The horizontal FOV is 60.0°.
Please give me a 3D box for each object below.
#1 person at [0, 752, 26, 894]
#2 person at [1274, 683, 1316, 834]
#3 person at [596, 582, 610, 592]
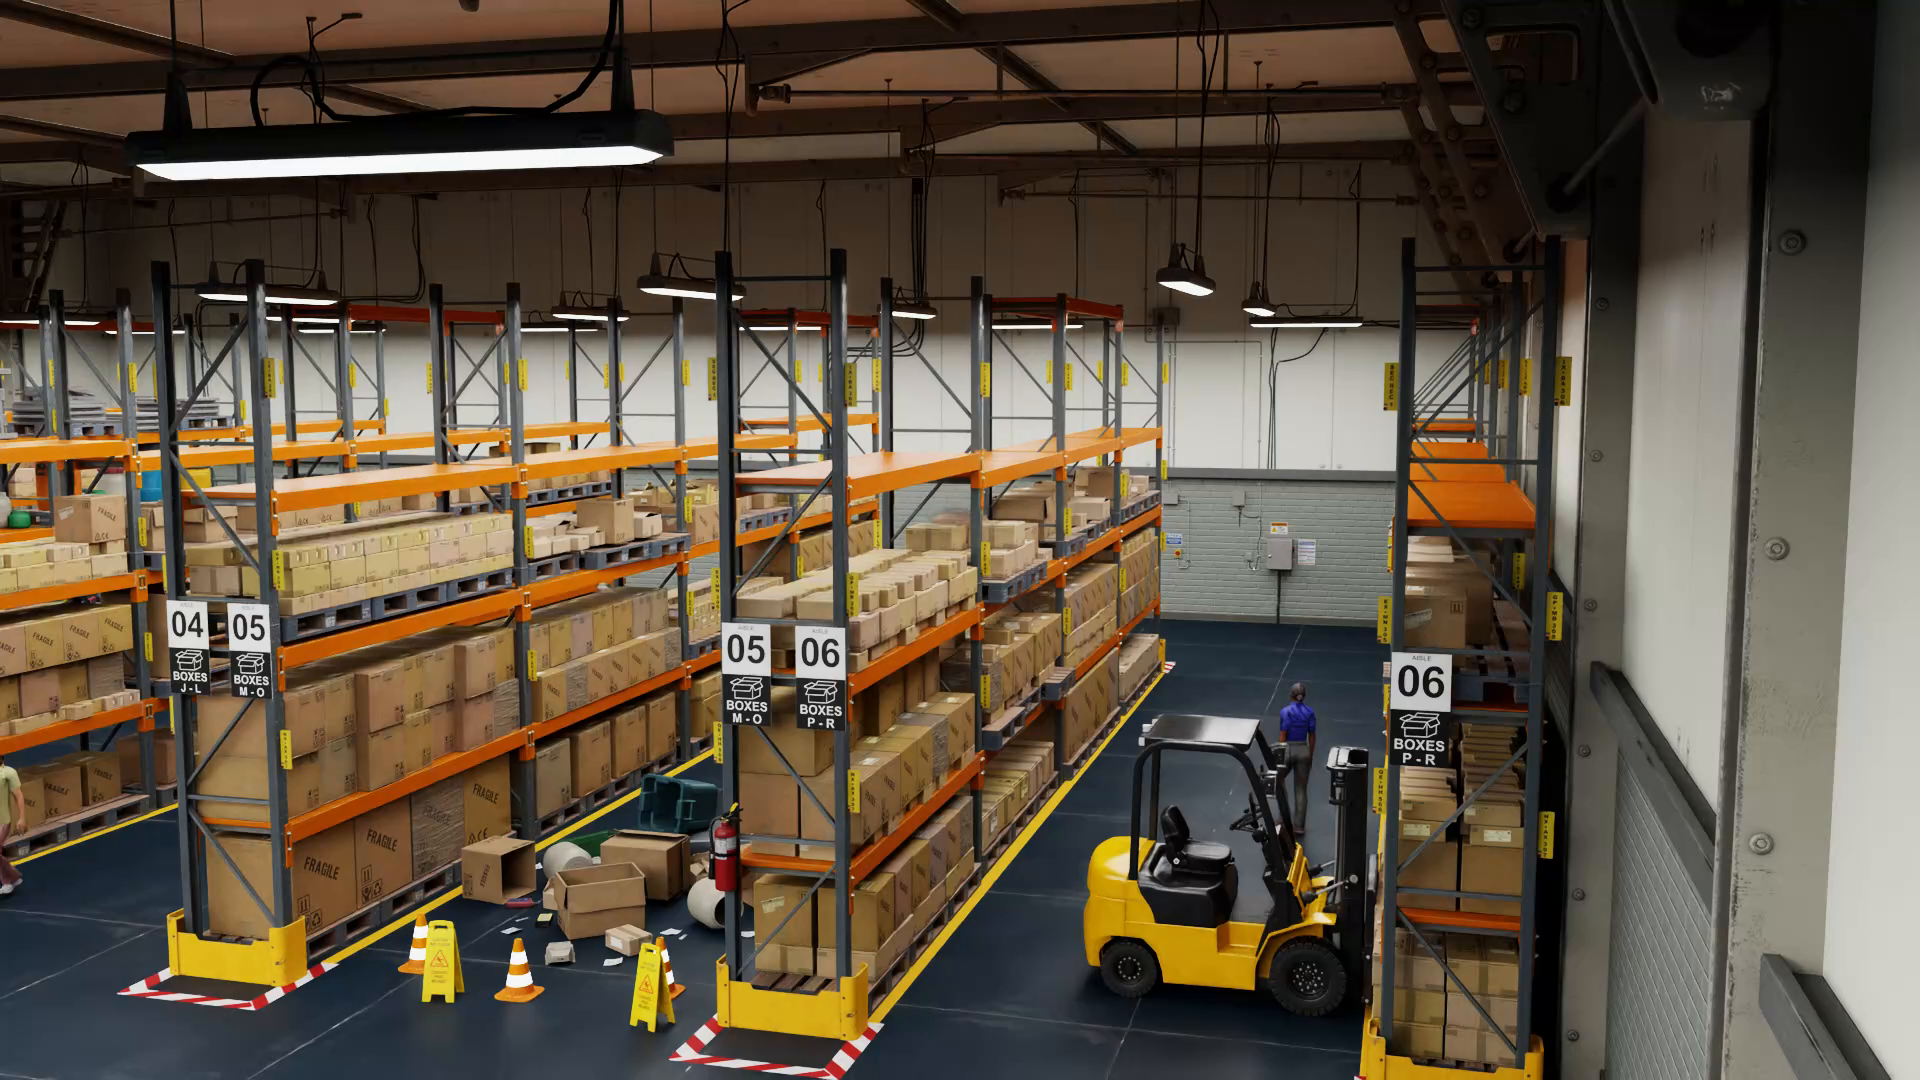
[{"bbox_3d":[-9.228,2.694,15.805,0.447,1.598,1.040,0,6,0],"label":"person"},{"bbox_3d":[3.712,2.432,18.374,0.468,1.575,0.511,-1,6,-7],"label":"person"},{"bbox_3d":[-5.832,1.454,27.609,0.545,1.604,0.737,3,7,25],"label":"person"}]
